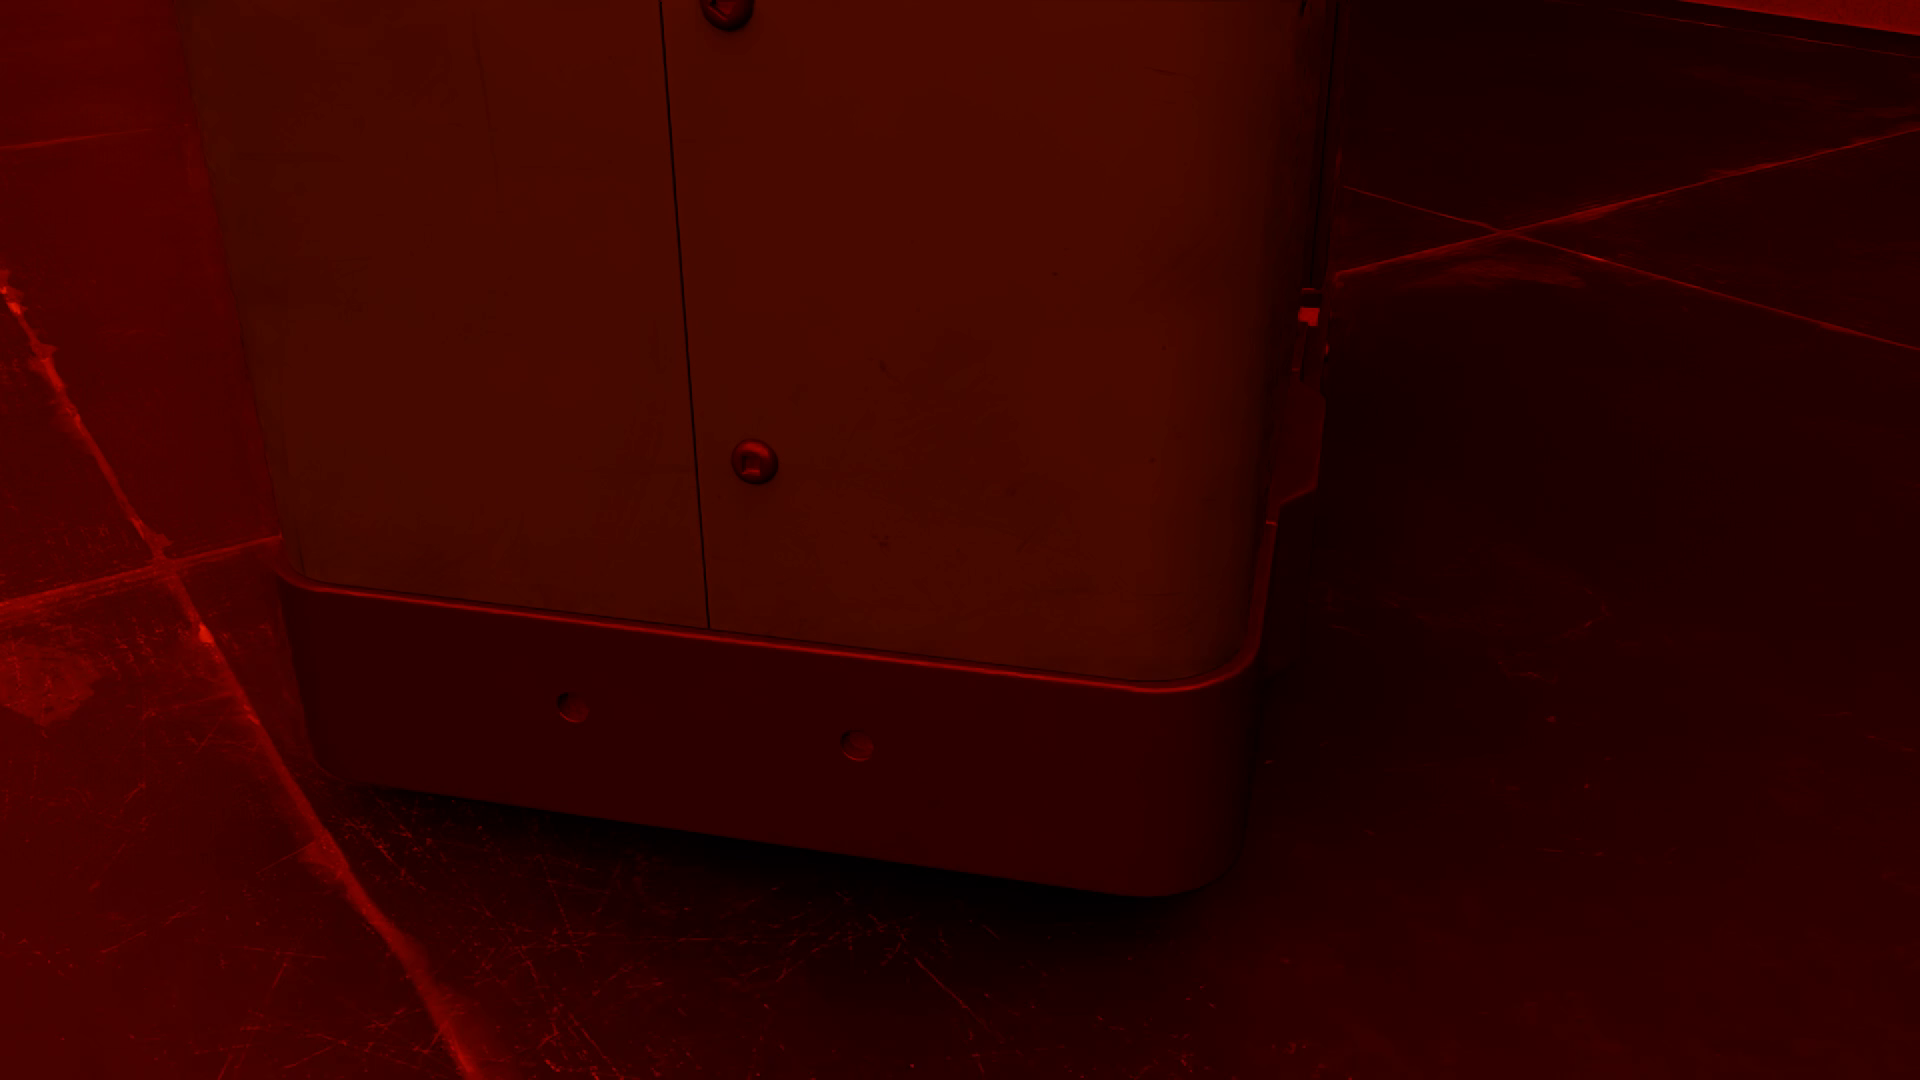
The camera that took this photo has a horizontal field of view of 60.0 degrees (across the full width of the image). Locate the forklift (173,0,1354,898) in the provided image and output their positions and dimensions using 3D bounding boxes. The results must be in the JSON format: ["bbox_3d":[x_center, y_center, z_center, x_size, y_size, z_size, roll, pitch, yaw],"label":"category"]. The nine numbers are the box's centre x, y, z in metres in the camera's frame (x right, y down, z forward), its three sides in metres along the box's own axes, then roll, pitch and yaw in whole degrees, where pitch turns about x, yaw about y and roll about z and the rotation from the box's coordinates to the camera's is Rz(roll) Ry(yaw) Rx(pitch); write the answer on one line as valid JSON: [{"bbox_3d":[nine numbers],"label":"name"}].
[{"bbox_3d":[0.101,-1.598,2.417,1.130,2.935,3.031,6,27,12],"label":"forklift"}]
